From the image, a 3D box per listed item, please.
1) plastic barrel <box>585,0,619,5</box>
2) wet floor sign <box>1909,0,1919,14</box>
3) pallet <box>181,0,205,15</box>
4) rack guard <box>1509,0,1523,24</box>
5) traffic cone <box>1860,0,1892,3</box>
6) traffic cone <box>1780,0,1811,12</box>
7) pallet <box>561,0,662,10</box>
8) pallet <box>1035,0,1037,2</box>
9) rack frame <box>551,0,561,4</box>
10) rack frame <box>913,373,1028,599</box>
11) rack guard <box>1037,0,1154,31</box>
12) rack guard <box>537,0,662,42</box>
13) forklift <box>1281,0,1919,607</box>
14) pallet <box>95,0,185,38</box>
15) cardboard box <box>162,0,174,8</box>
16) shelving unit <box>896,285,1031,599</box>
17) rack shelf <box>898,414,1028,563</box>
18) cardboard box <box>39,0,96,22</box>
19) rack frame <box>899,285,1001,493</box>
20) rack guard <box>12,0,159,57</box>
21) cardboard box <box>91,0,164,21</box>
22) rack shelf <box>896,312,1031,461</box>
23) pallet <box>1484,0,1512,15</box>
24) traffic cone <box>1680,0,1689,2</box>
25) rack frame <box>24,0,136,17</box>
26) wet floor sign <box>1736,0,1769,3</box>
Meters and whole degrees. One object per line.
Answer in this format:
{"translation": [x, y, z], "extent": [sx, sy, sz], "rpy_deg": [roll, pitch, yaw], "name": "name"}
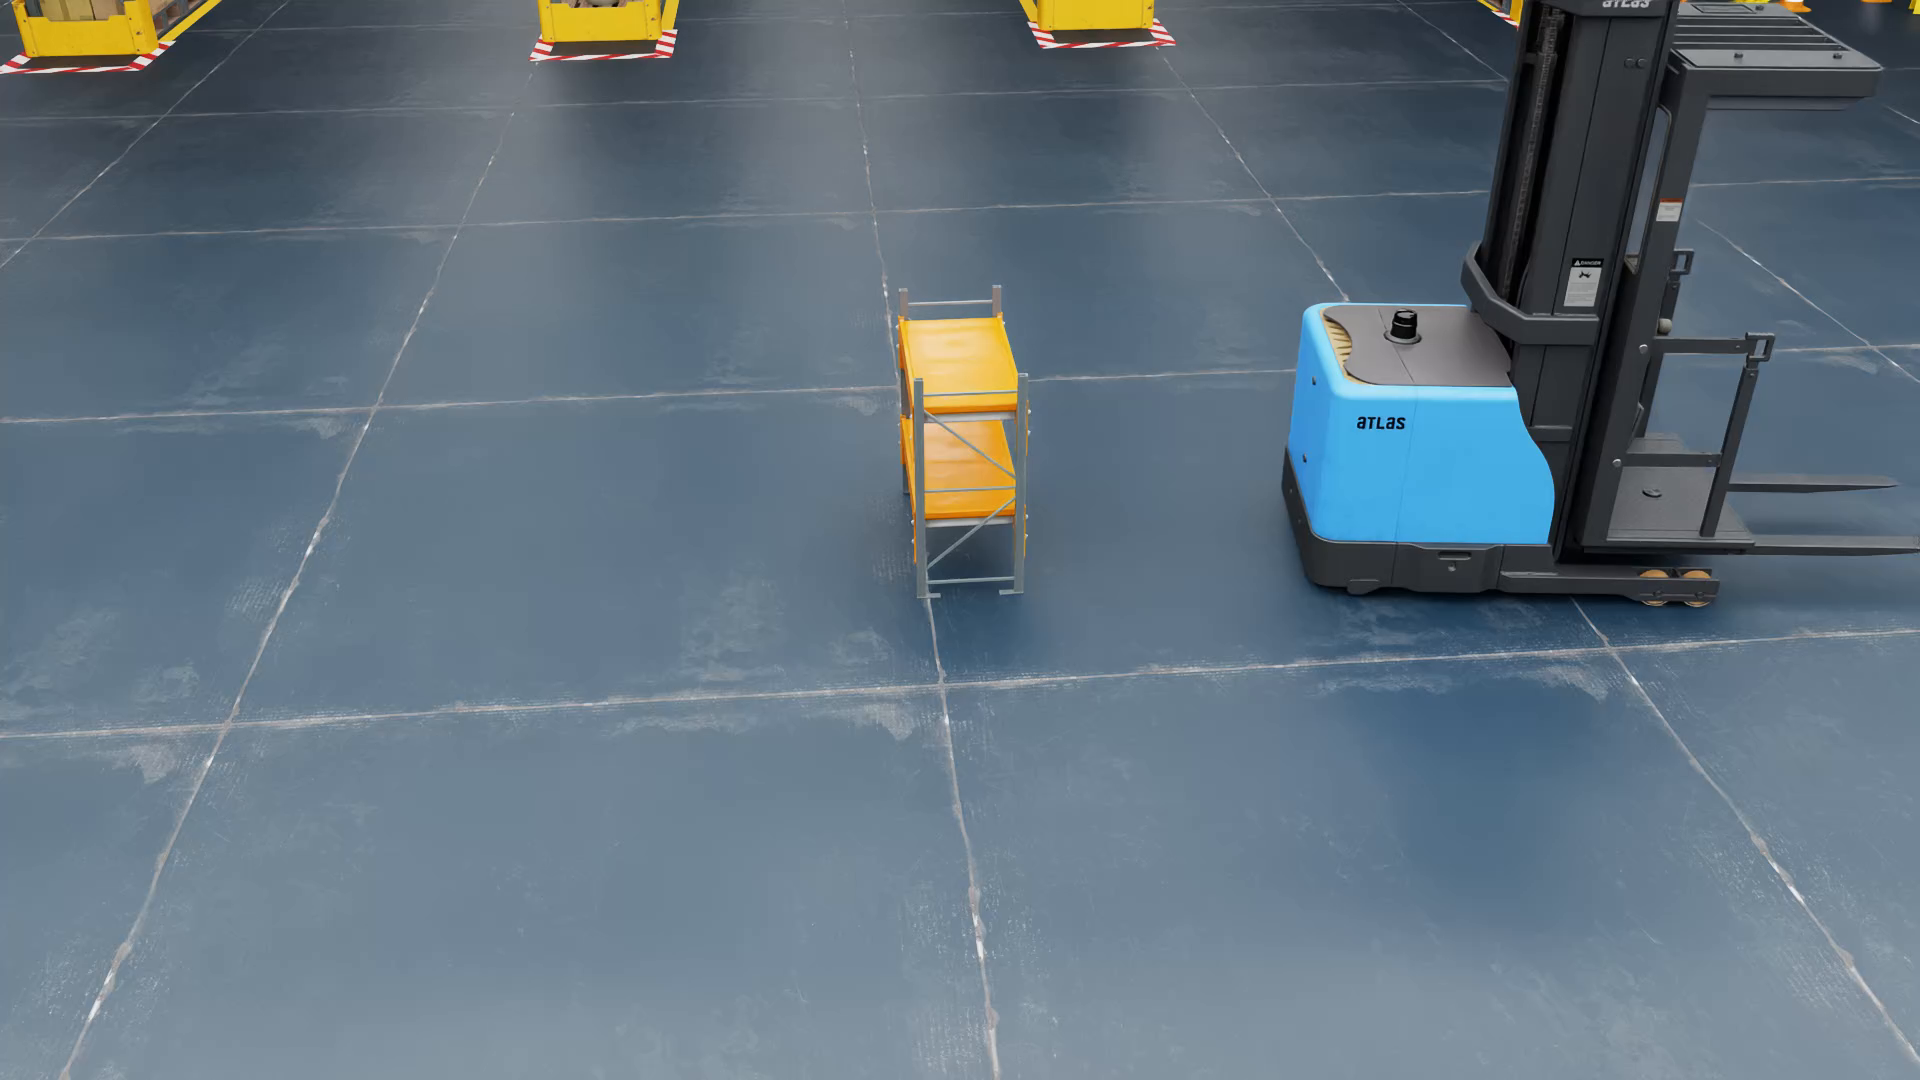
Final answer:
{"translation": [-3.675, -5.759, 16.982], "extent": [0.421, 0.512, 0.421], "rpy_deg": [0, 31, 0], "name": "plastic barrel"}
{"translation": [10.213, -5.867, 17.443], "extent": [0.267, 0.644, 0.232], "rpy_deg": [8, 32, 13], "name": "wet floor sign"}
{"translation": [-8.693, -5.891, 17.907], "extent": [1.003, 0.211, 1.213], "rpy_deg": [-3, 31, -5], "name": "pallet"}
{"translation": [6.344, -5.652, 17.225], "extent": [1.175, 0.500, 0.348], "rpy_deg": [-3, 31, -5], "name": "rack guard"}
{"translation": [9.936, -6.095, 18.003], "extent": [0.336, 0.463, 0.334], "rpy_deg": [-3, 31, -5], "name": "traffic cone"}
{"translation": [8.863, -5.868, 17.623], "extent": [0.336, 0.463, 0.334], "rpy_deg": [-3, 31, -5], "name": "traffic cone"}
{"translation": [-3.662, -5.568, 17.367], "extent": [1.003, 0.211, 1.213], "rpy_deg": [-3, 31, -5], "name": "pallet"}
{"translation": [1.346, -5.809, 17.770], "extent": [1.003, 0.211, 1.213], "rpy_deg": [-3, 31, -5], "name": "pallet"}
{"translation": [-3.537, -6.314, 15.896], "extent": [1.000, 3.000, 0.127], "rpy_deg": [-3, 31, -5], "name": "rack frame"}
{"translation": [0.047, -0.227, 7.533], "extent": [0.500, 1.125, 0.032], "rpy_deg": [-3, 31, -5], "name": "rack frame"}
{"translation": [1.387, -5.517, 16.999], "extent": [1.175, 0.500, 0.348], "rpy_deg": [-3, 31, -5], "name": "rack guard"}
{"translation": [-3.591, -5.277, 16.598], "extent": [1.175, 0.500, 0.348], "rpy_deg": [-3, 31, -5], "name": "rack guard"}
{"translation": [3.155, -1.226, 7.445], "extent": [3.031, 2.935, 1.130], "rpy_deg": [1, 31, 2], "name": "forklift"}
{"translation": [-8.583, -5.270, 16.867], "extent": [1.003, 0.211, 1.213], "rpy_deg": [-3, 31, -5], "name": "pallet"}
{"translation": [-8.348, -5.618, 17.002], "extent": [0.500, 0.250, 0.500], "rpy_deg": [-3, 31, -5], "name": "cardboard box"}
{"translation": [-0.001, -0.486, 7.967], "extent": [0.538, 1.125, 1.048], "rpy_deg": [-3, 31, -5], "name": "shelving unit"}
{"translation": [-0.001, -0.276, 8.093], "extent": [0.538, 0.278, 1.000], "rpy_deg": [-3, 31, -5], "name": "rack shelf"}
{"translation": [-8.814, -5.338, 16.534], "extent": [0.500, 0.250, 0.500], "rpy_deg": [-3, 31, -5], "name": "cardboard box"}
{"translation": [-0.048, -0.746, 8.402], "extent": [0.500, 1.125, 0.032], "rpy_deg": [-3, 31, -5], "name": "rack frame"}
{"translation": [-8.467, -4.993, 16.122], "extent": [1.175, 0.500, 0.348], "rpy_deg": [-3, 31, -5], "name": "rack guard"}
{"translation": [-8.298, -5.363, 16.575], "extent": [0.500, 0.250, 0.500], "rpy_deg": [-3, 31, -5], "name": "cardboard box"}
{"translation": [-0.001, -0.738, 7.817], "extent": [0.538, 0.278, 1.000], "rpy_deg": [-3, 31, -5], "name": "rack shelf"}
{"translation": [6.189, -5.945, 17.997], "extent": [1.003, 0.211, 1.213], "rpy_deg": [-3, 31, -5], "name": "pallet"}
{"translation": [7.706, -5.987, 17.823], "extent": [0.336, 0.463, 0.334], "rpy_deg": [-3, 31, -5], "name": "traffic cone"}
{"translation": [-8.469, -6.079, 15.502], "extent": [1.000, 3.000, 0.127], "rpy_deg": [-3, 31, -5], "name": "rack frame"}
{"translation": [8.316, -5.807, 17.342], "extent": [0.267, 0.644, 0.232], "rpy_deg": [-8, 32, -13], "name": "wet floor sign"}
